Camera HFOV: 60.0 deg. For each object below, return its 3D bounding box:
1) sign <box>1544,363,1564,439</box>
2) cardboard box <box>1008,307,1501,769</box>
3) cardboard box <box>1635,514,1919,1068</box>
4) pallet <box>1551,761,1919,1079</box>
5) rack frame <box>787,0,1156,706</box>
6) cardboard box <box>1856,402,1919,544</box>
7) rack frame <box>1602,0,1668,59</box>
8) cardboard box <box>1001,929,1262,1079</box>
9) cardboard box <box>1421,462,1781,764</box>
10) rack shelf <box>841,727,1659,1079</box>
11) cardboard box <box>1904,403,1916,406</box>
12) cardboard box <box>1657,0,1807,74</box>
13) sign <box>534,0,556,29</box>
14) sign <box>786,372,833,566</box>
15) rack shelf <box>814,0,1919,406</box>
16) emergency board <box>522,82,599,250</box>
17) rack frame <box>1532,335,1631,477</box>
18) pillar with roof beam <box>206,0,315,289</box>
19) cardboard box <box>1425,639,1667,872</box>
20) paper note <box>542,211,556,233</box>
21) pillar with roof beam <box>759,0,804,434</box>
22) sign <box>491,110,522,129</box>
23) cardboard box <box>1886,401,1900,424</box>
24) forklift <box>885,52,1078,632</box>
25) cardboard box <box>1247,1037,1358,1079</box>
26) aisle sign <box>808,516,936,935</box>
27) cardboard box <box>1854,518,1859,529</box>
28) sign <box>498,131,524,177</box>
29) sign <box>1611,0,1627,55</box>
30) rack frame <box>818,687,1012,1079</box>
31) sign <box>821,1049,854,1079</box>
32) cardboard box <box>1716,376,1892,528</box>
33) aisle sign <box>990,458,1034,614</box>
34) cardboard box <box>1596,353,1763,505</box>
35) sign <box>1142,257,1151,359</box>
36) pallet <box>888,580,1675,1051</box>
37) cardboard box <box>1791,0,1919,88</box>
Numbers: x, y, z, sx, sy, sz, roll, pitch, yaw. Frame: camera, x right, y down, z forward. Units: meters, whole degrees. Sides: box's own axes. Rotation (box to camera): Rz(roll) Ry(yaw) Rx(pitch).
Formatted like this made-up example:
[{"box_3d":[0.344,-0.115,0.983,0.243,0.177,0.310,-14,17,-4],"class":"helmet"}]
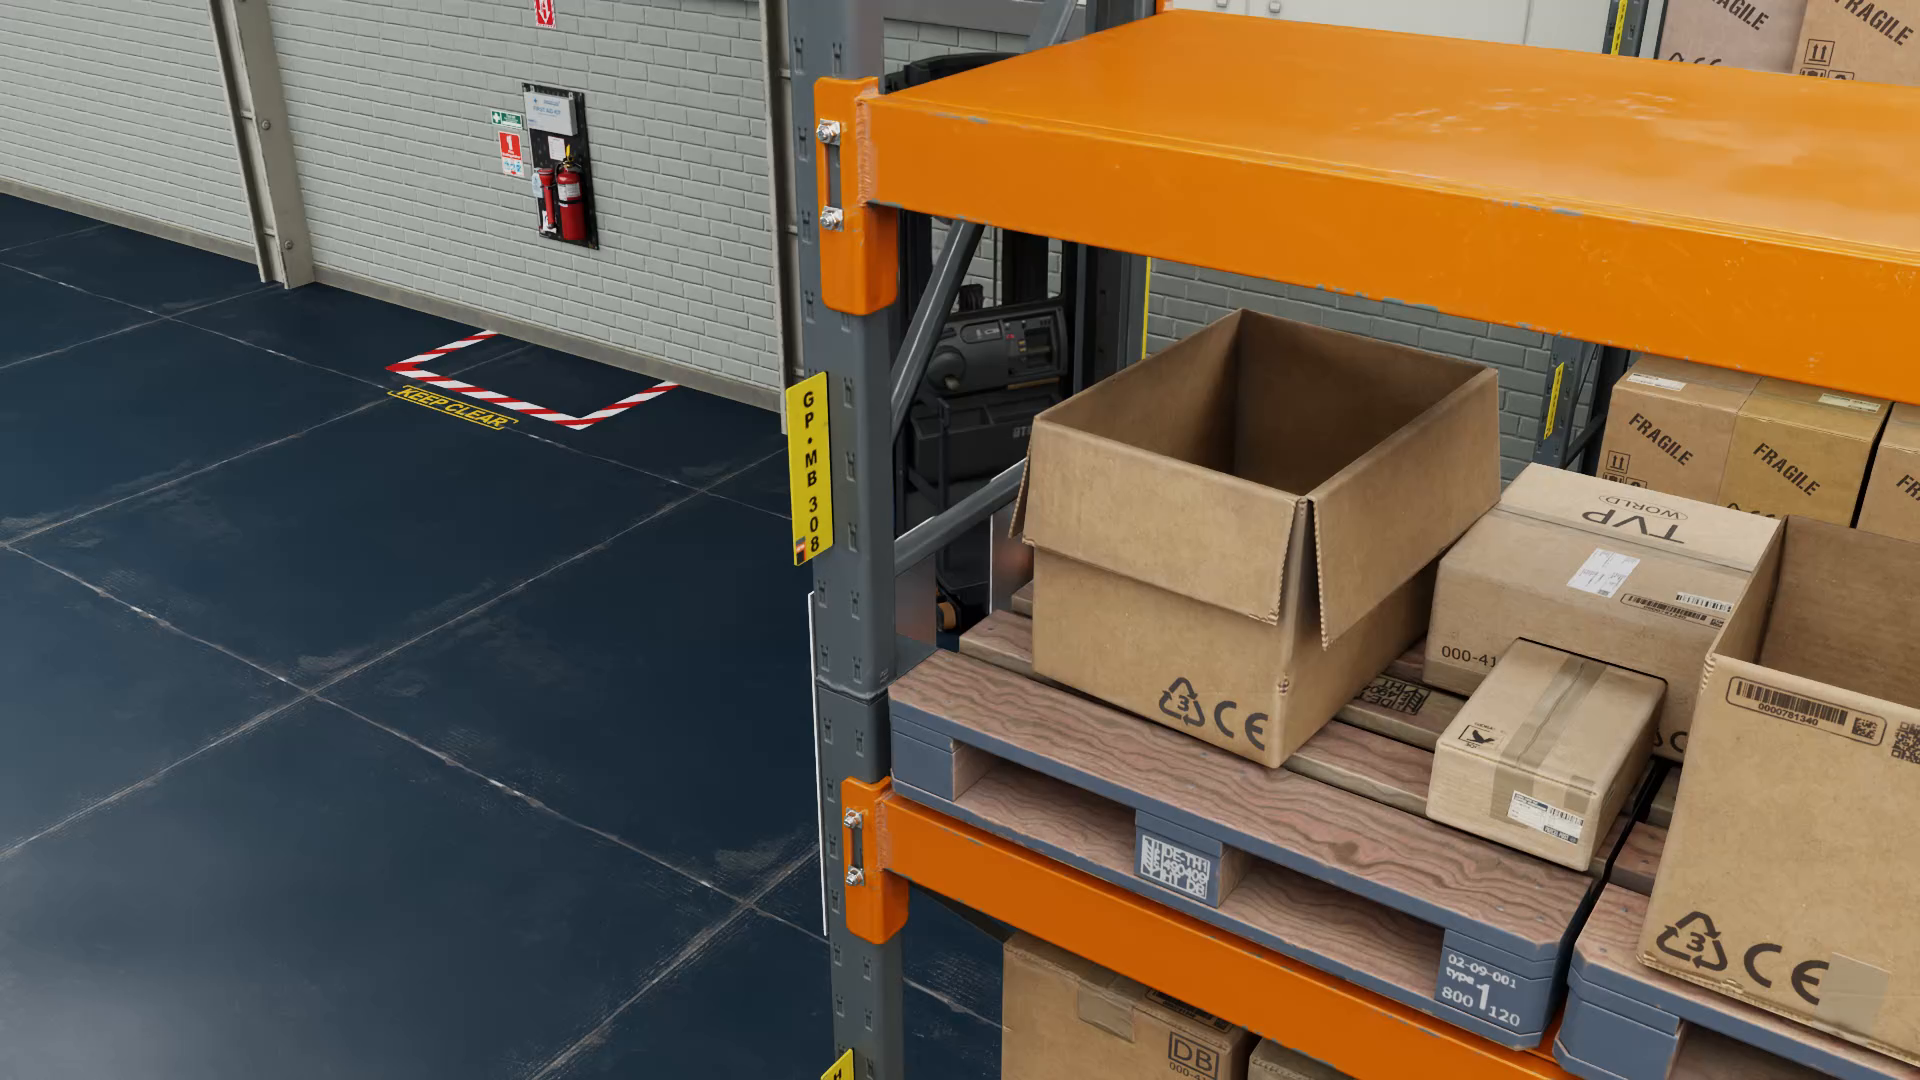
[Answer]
[{"box_3d":[2.560,-0.598,7.164,0.005,0.325,0.100,17,32,30],"class":"sign"},{"box_3d":[0.537,-0.046,2.994,0.637,0.503,0.797,20,33,34],"class":"cardboard box"},{"box_3d":[1.280,0.335,2.249,0.500,0.500,0.500,17,32,30],"class":"cardboard box"},{"box_3d":[1.643,0.644,2.467,1.213,0.211,1.003,17,32,30],"class":"pallet"},{"box_3d":[0.065,-1.236,2.757,0.127,3.000,1.000,17,32,30],"class":"rack frame"},{"box_3d":[3.914,-0.191,6.635,0.500,0.500,0.500,16,31,29],"class":"cardboard box"},{"box_3d":[2.867,-3.089,6.398,0.127,3.000,1.000,17,32,30],"class":"rack frame"},{"box_3d":[0.487,0.953,3.530,0.500,0.500,0.700,17,32,30],"class":"cardboard box"},{"box_3d":[1.164,0.115,2.957,0.500,0.250,0.500,17,32,30],"class":"cardboard box"},{"box_3d":[1.714,0.935,2.592,4.000,0.370,1.077,17,32,30],"class":"rack shelf"},{"box_3d":[4.214,-0.386,7.018,0.500,0.500,0.500,16,31,29],"class":"cardboard box"},{"box_3d":[3.047,-2.062,6.452,0.500,0.500,0.500,15,31,27],"class":"cardboard box"},{"box_3d":[-2.978,-3.821,11.895,0.199,0.298,0.001,17,32,30],"class":"sign"},{"box_3d":[-0.254,-0.118,2.817,0.005,0.325,0.100,17,32,30],"class":"sign"},{"box_3d":[1.714,-0.224,2.002,4.000,0.370,1.077,17,32,30],"class":"rack shelf"},{"box_3d":[-3.027,-2.749,12.344,0.643,1.169,0.194,17,32,30],"class":"emergency board"},{"box_3d":[2.867,-0.415,7.759,0.127,3.000,1.000,17,32,30],"class":"rack frame"},{"box_3d":[-8.395,-4.705,9.573,0.400,9.000,9.100,17,32,30],"class":"pillar with roof beam"},{"box_3d":[0.935,0.331,2.645,0.250,0.149,0.380,17,32,30],"class":"cardboard box"},{"box_3d":[-3.134,-2.427,12.684,0.142,0.148,0.016,17,32,30],"class":"paper note"},{"box_3d":[-3.449,-3.164,6.546,0.400,9.000,9.100,17,32,30],"class":"pillar with roof beam"},{"box_3d":[-3.426,-3.177,12.561,0.331,0.109,0.001,17,32,30],"class":"sign"},{"box_3d":[3.785,-0.517,7.276,0.500,0.500,0.500,18,32,31],"class":"cardboard box"},{"box_3d":[0.255,-1.019,9.021,1.130,2.935,3.031,-12,29,-22],"class":"forklift"},{"box_3d":[0.923,1.086,3.268,0.500,0.500,0.700,16,31,29],"class":"cardboard box"},{"box_3d":[-0.162,0.377,3.337,0.004,0.787,0.394,17,32,30],"class":"aisle sign"},{"box_3d":[3.526,0.015,7.058,0.500,0.250,0.500,16,31,29],"class":"cardboard box"},{"box_3d":[-3.425,-2.945,12.691,0.234,0.329,0.001,17,32,30],"class":"sign"},{"box_3d":[2.560,-1.939,6.482,0.005,0.325,0.100,17,32,30],"class":"sign"},{"box_3d":[0.065,1.438,4.118,0.127,3.000,1.000,17,32,30],"class":"rack frame"},{"box_3d":[-0.254,1.222,3.499,0.005,0.325,0.100,17,32,30],"class":"sign"},{"box_3d":[3.492,-0.326,6.900,0.500,0.500,0.500,17,32,30],"class":"cardboard box"},{"box_3d":[0.178,0.152,3.777,0.004,0.787,0.394,17,32,30],"class":"aisle sign"},{"box_3d":[3.090,-0.457,7.157,0.500,0.500,0.500,17,32,30],"class":"cardboard box"},{"box_3d":[0.384,-0.458,3.646,0.005,0.325,0.100,17,32,30],"class":"sign"},{"box_3d":[0.634,0.331,3.082,1.213,0.211,1.003,17,32,30],"class":"pallet"},{"box_3d":[3.432,-1.914,6.162,0.500,0.500,0.500,17,31,30],"class":"cardboard box"}]
